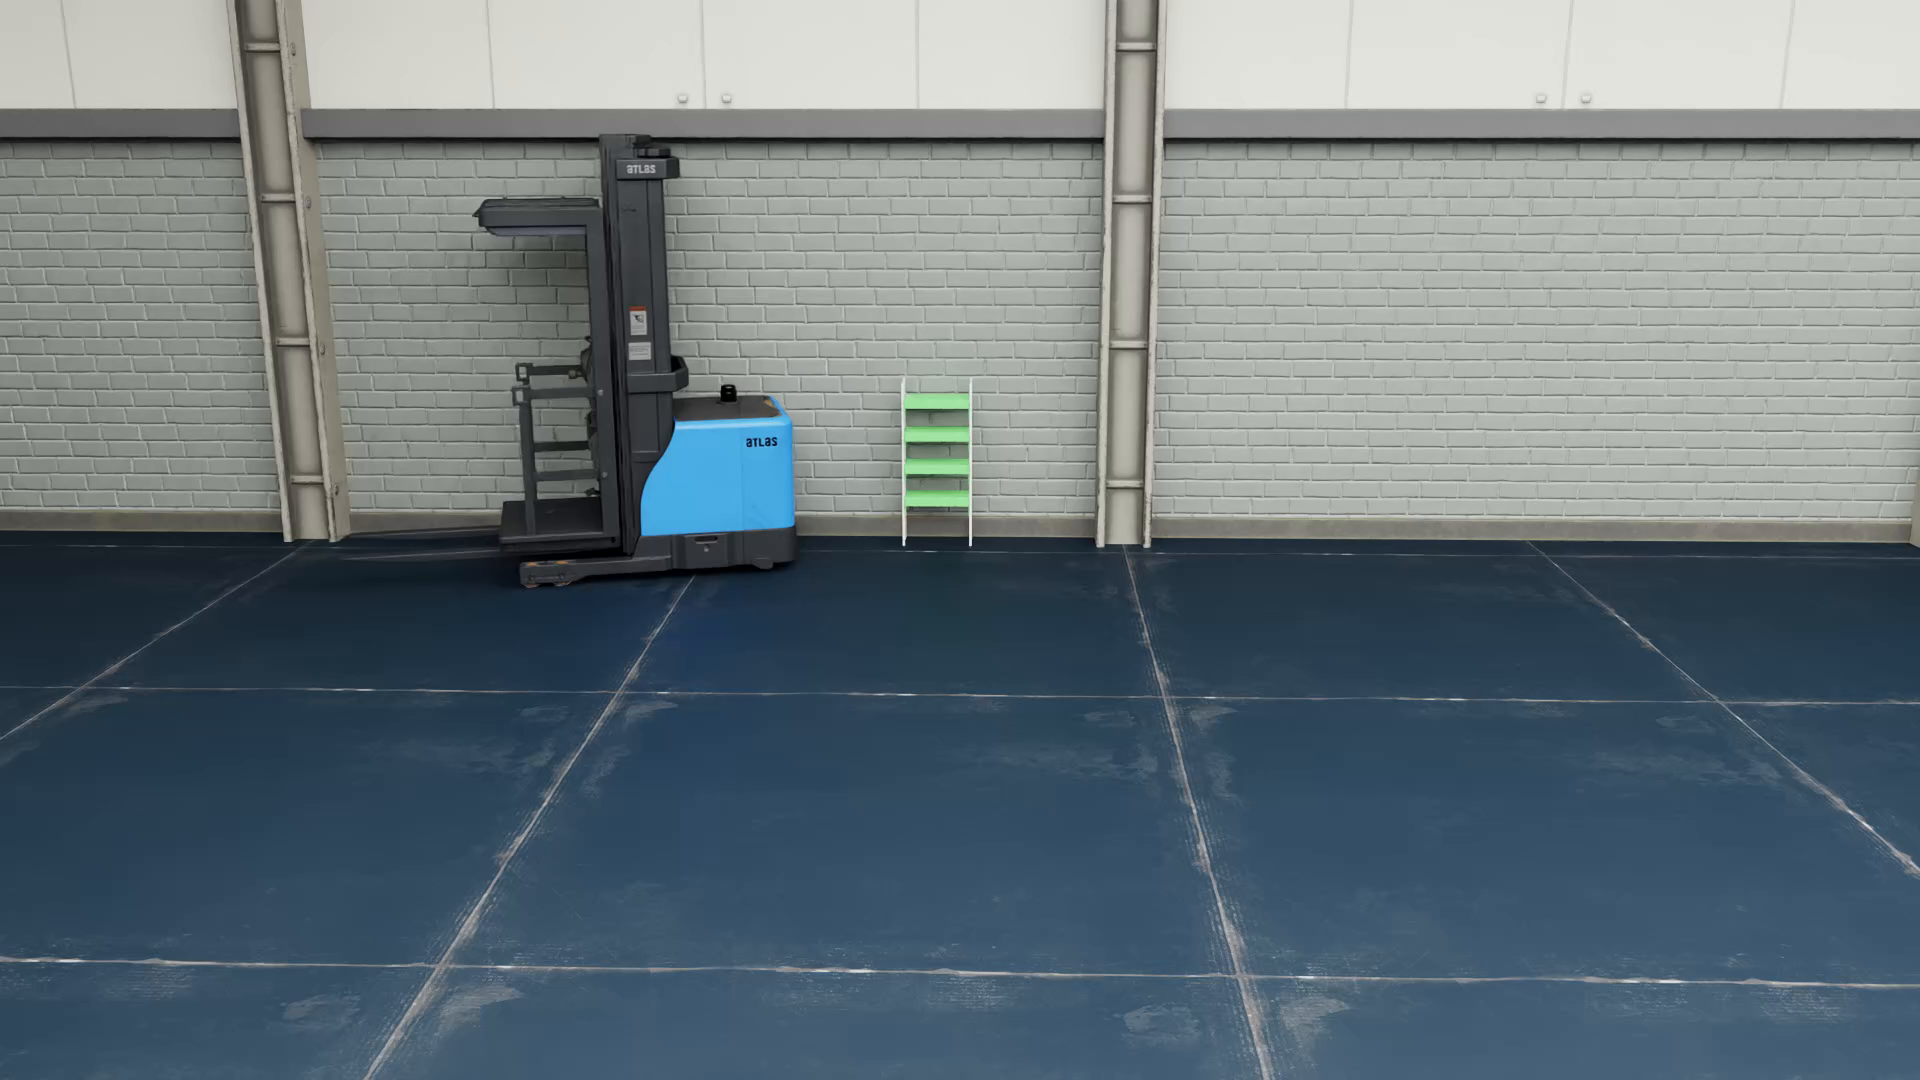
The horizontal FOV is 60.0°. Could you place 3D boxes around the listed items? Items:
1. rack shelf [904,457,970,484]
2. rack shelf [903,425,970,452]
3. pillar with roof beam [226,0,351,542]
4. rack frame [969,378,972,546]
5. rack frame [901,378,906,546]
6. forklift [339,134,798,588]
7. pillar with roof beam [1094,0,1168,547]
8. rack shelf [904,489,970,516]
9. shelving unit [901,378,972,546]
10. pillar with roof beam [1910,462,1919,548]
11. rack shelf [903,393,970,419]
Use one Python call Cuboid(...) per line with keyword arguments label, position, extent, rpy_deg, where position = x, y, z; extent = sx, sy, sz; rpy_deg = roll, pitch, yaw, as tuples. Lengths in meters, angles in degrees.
Cuboid(label="rack shelf", position=(-0.166, -0.508, 12.160), extent=(0.480, 0.148, 0.258), rpy_deg=(0, 15, 1))
Cuboid(label="rack shelf", position=(-0.166, -0.740, 12.099), extent=(0.480, 0.148, 0.258), rpy_deg=(0, 15, 1))
Cuboid(label="pillar with roof beam", position=(-4.909, -3.279, 7.129), extent=(0.400, 9.000, 9.100), rpy_deg=(0, 15, 1))
Cuboid(label="rack frame", position=(0.078, -0.568, 12.140), extent=(0.015, 1.200, 0.240), rpy_deg=(0, 15, 1))
Cuboid(label="rack frame", position=(-0.410, -0.570, 12.147), extent=(0.015, 1.200, 0.240), rpy_deg=(0, 15, 1))
Cuboid(label="forklift", position=(-2.705, -1.244, 11.310), extent=(3.031, 2.935, 1.130), rpy_deg=(-3, 15, -13))
Cuboid(label="pillar with roof beam", position=(1.089, -3.240, 6.981), extent=(0.400, 9.000, 9.100), rpy_deg=(0, 15, 1))
Cuboid(label="rack shelf", position=(-0.166, -0.275, 12.220), extent=(0.480, 0.148, 0.258), rpy_deg=(0, 15, 1))
Cuboid(label="shelving unit", position=(-0.166, -0.569, 12.144), extent=(0.503, 1.200, 0.258), rpy_deg=(0, 15, 1))
Cuboid(label="pillar with roof beam", position=(7.087, -3.201, 6.833), extent=(0.400, 9.000, 9.100), rpy_deg=(0, 15, 1))
Cuboid(label="rack shelf", position=(-0.166, -0.972, 12.039), extent=(0.480, 0.148, 0.258), rpy_deg=(0, 15, 1))
